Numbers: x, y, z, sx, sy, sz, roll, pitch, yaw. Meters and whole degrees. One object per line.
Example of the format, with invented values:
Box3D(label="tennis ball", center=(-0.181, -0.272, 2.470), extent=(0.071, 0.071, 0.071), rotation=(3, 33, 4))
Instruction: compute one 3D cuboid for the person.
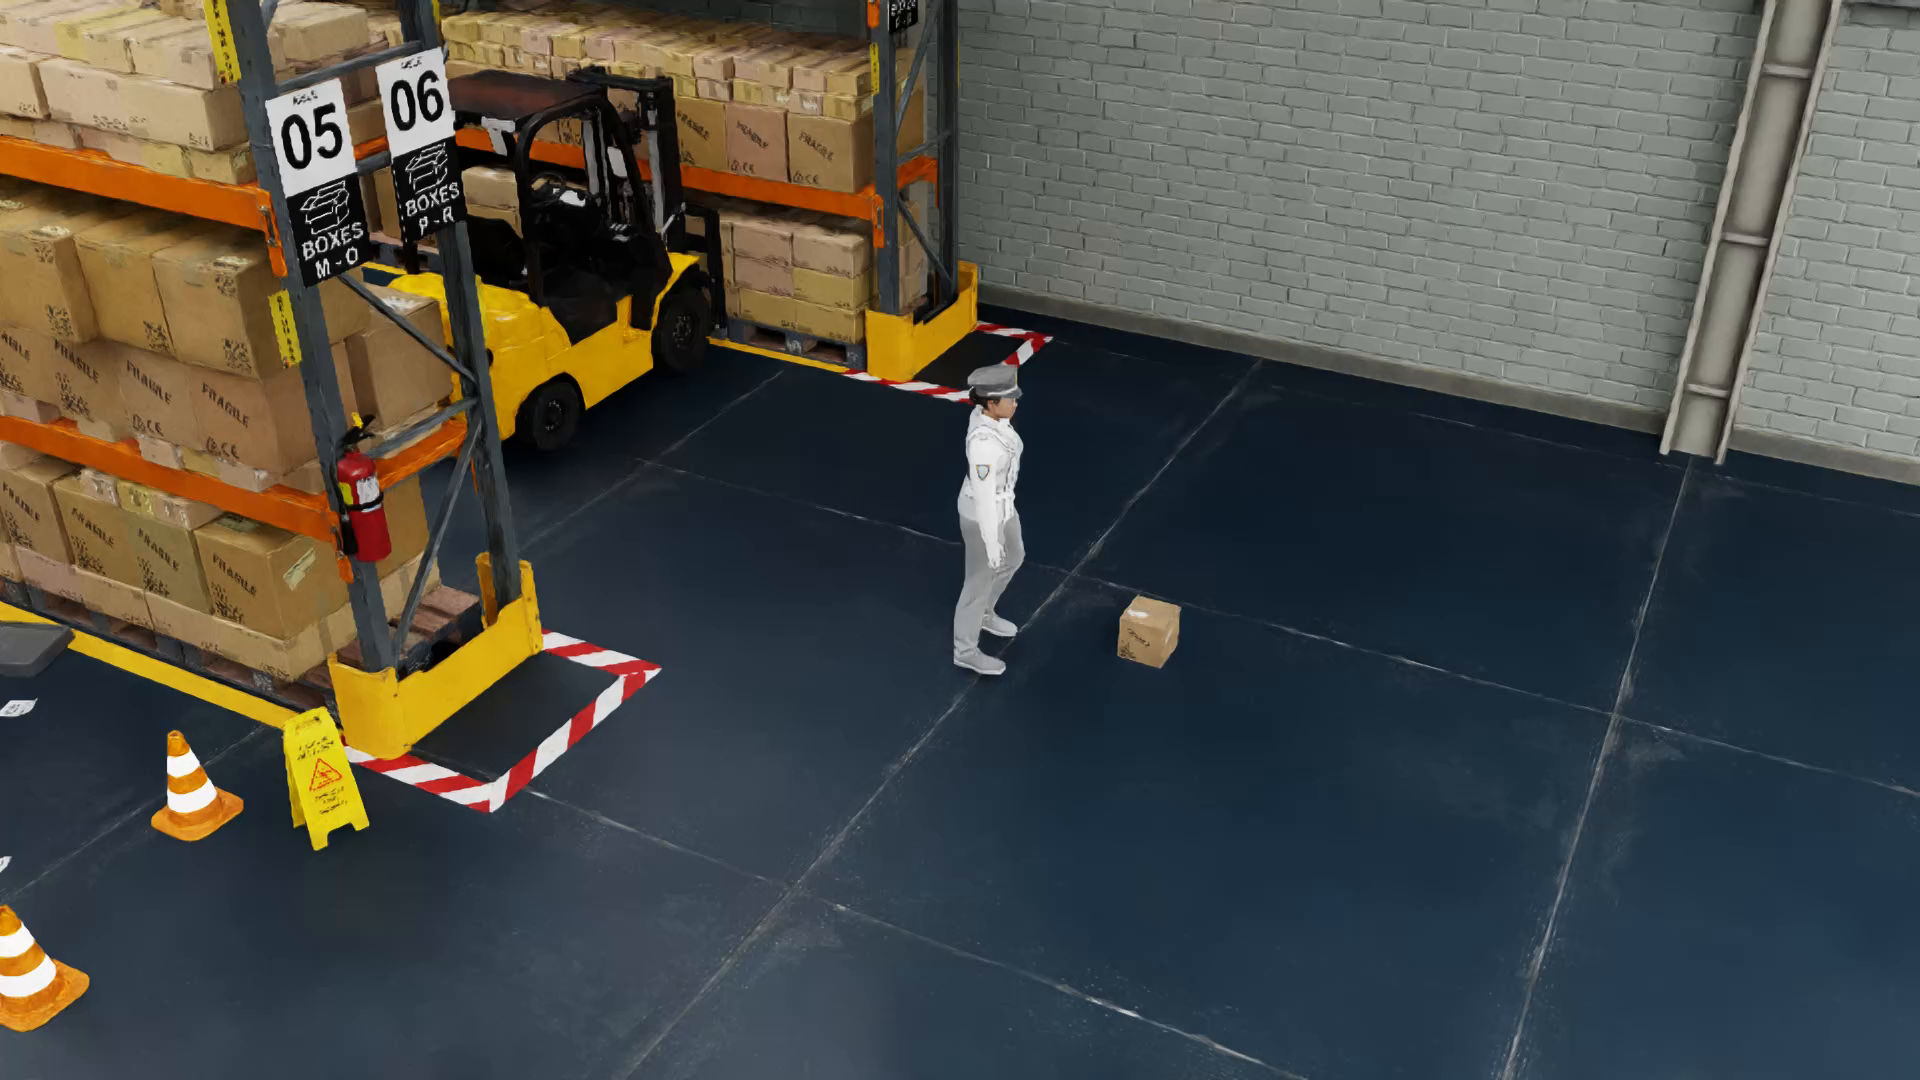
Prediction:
Box3D(label="person", center=(0.144, -0.122, 8.440), extent=(0.347, 1.680, 0.562), rotation=(2, 30, 4))
